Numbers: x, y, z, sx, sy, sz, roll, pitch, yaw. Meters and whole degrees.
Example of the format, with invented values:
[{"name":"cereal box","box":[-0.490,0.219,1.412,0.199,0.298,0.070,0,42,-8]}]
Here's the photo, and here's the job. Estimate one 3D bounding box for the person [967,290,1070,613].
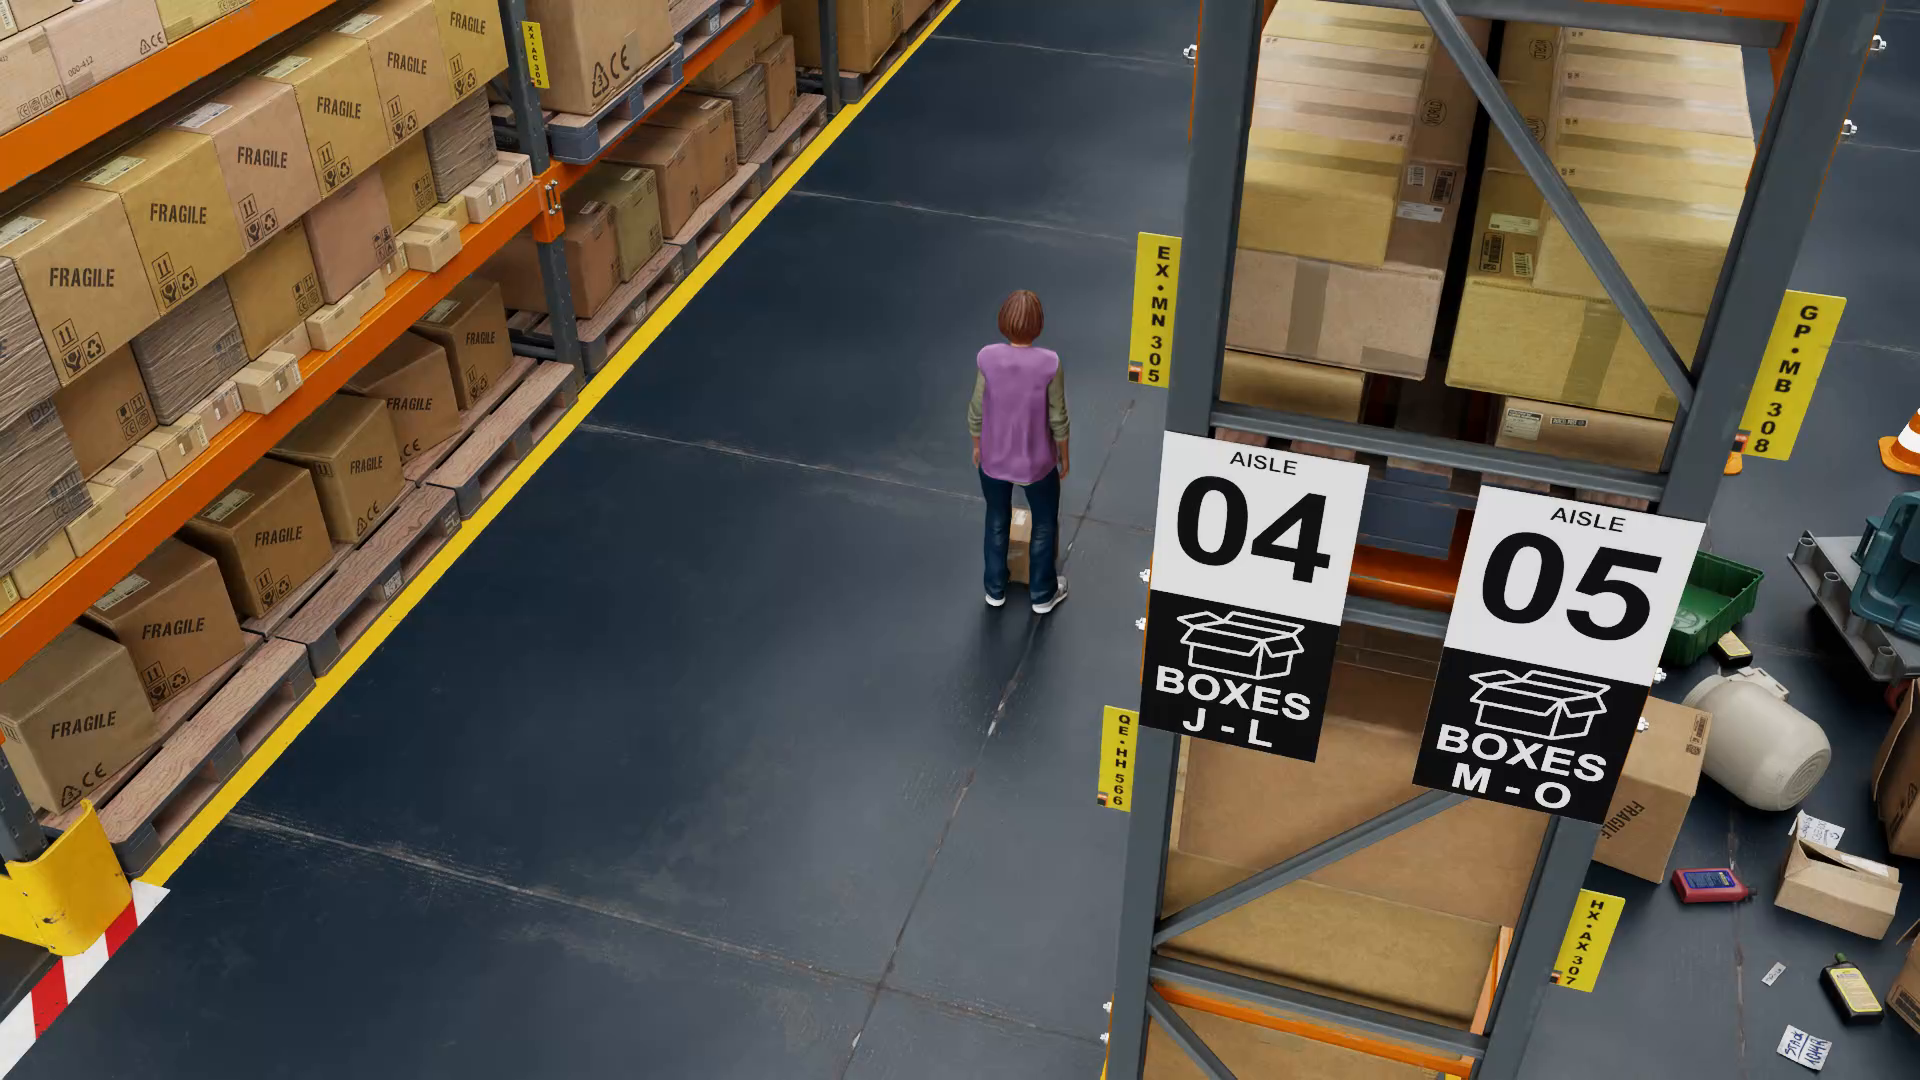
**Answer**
[{"name":"person","box":[0.263,-0.358,7.363,0.464,1.593,0.343,9,39,12]}]
